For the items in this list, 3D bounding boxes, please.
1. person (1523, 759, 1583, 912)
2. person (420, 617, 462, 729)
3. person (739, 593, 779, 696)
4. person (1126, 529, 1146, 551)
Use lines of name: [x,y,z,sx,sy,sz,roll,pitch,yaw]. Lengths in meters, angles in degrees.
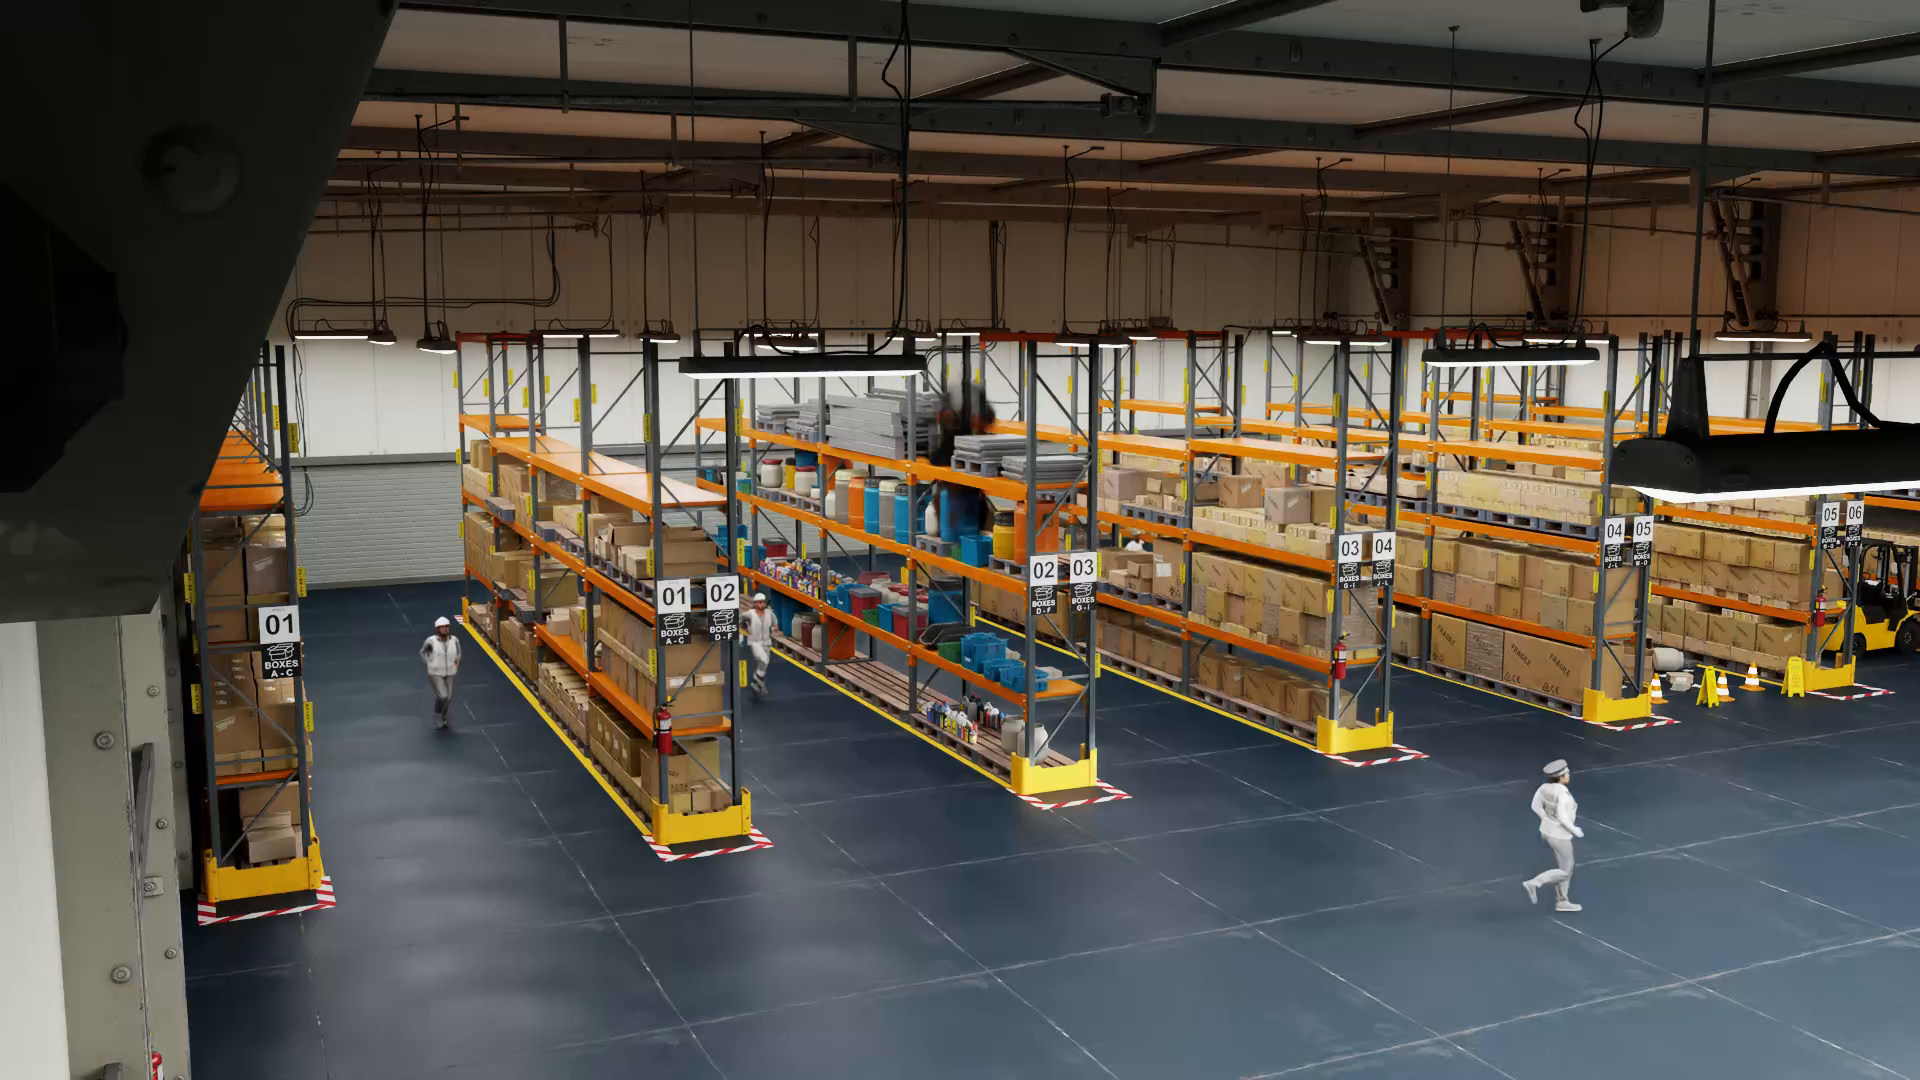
person: [6.291,3.140,17.648,0.700,1.657,0.605,-1,8,-10]
person: [-7.918,2.032,25.513,0.584,1.723,0.724,-6,10,-39]
person: [-3.280,1.731,27.195,0.650,1.758,0.878,-5,9,-34]
person: [3.830,0.595,36.395,0.586,1.731,0.920,-3,8,-20]
